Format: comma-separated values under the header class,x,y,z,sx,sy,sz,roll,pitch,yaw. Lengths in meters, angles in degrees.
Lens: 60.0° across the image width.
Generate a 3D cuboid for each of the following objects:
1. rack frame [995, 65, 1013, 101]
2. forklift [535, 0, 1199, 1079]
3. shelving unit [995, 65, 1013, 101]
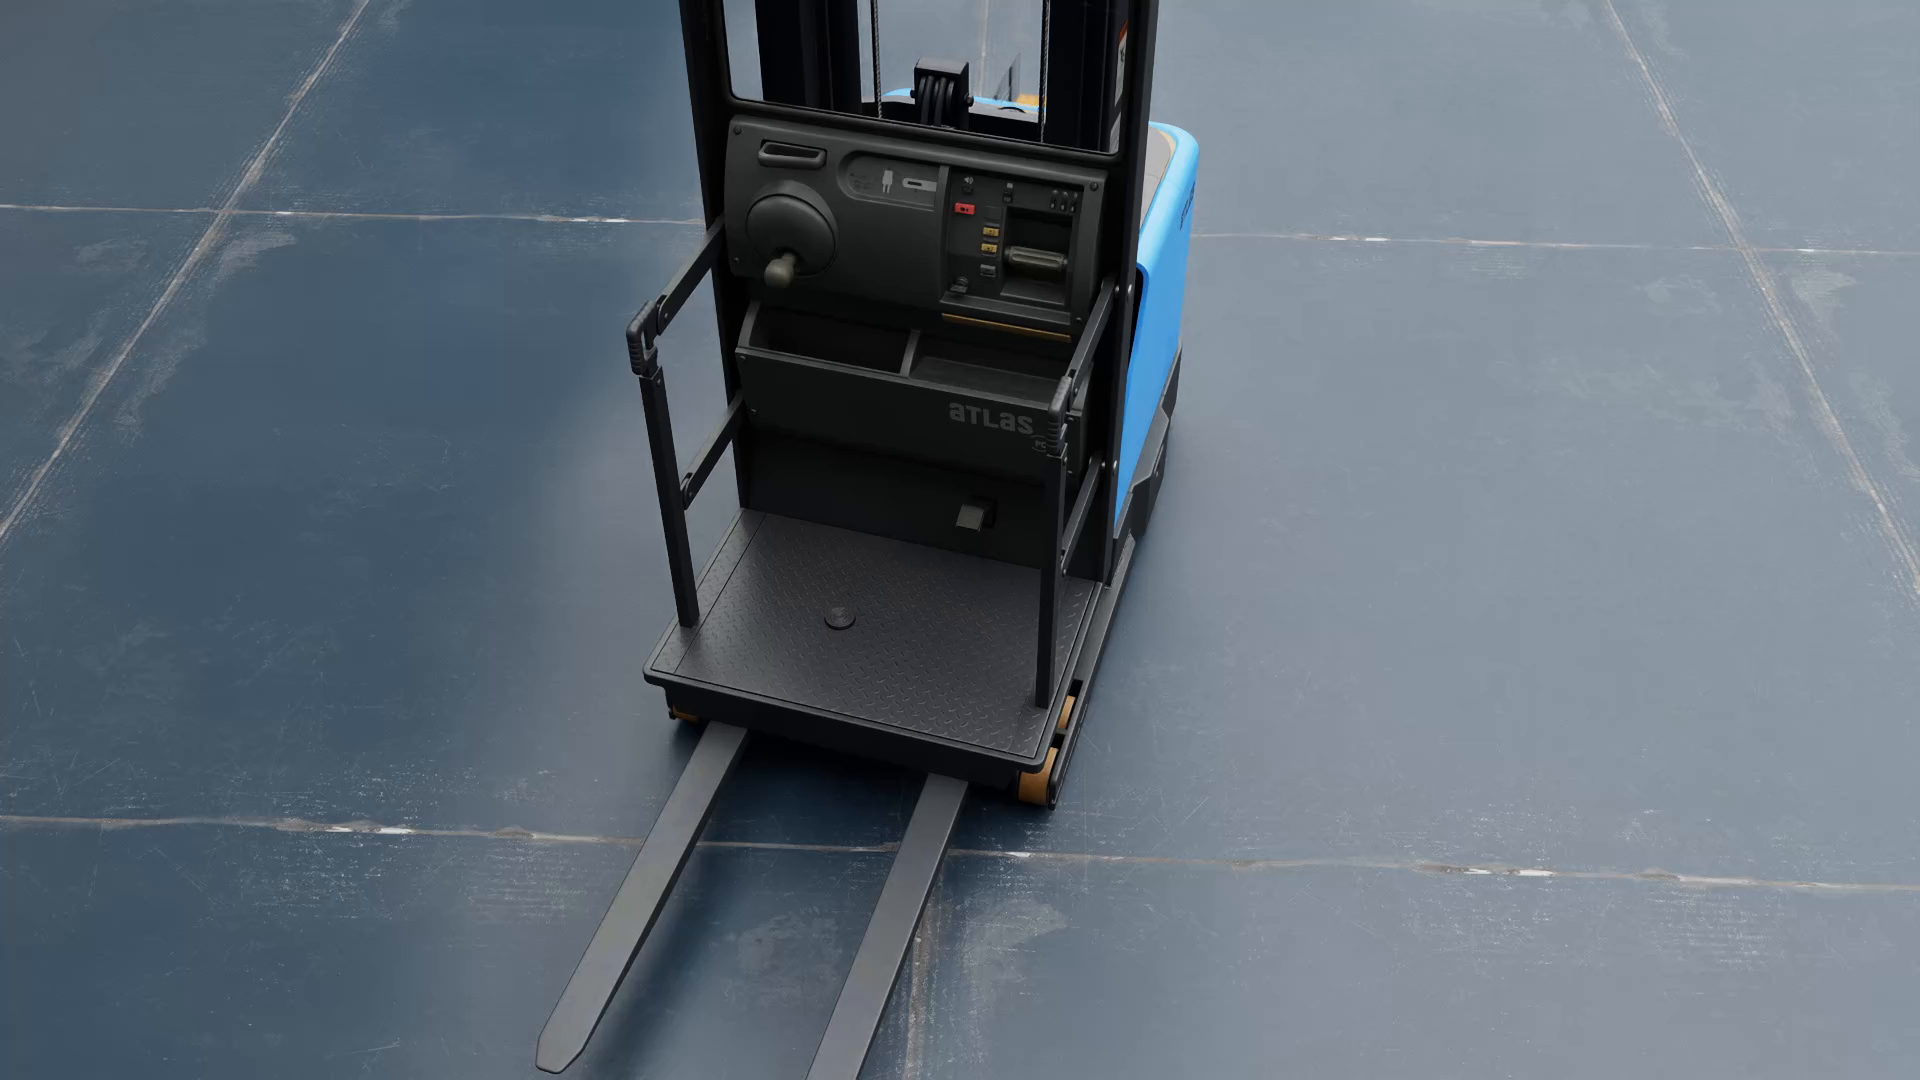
class,x,y,z,sx,sy,sz,roll,pitch,yaw
rack frame,0.140,-1.078,5.637,0.008,1.050,0.200,11,44,12
forklift,-0.181,-0.667,3.815,1.130,2.935,3.031,12,44,12
shelving unit,0.257,-1.055,5.613,0.252,1.050,0.215,11,44,12
